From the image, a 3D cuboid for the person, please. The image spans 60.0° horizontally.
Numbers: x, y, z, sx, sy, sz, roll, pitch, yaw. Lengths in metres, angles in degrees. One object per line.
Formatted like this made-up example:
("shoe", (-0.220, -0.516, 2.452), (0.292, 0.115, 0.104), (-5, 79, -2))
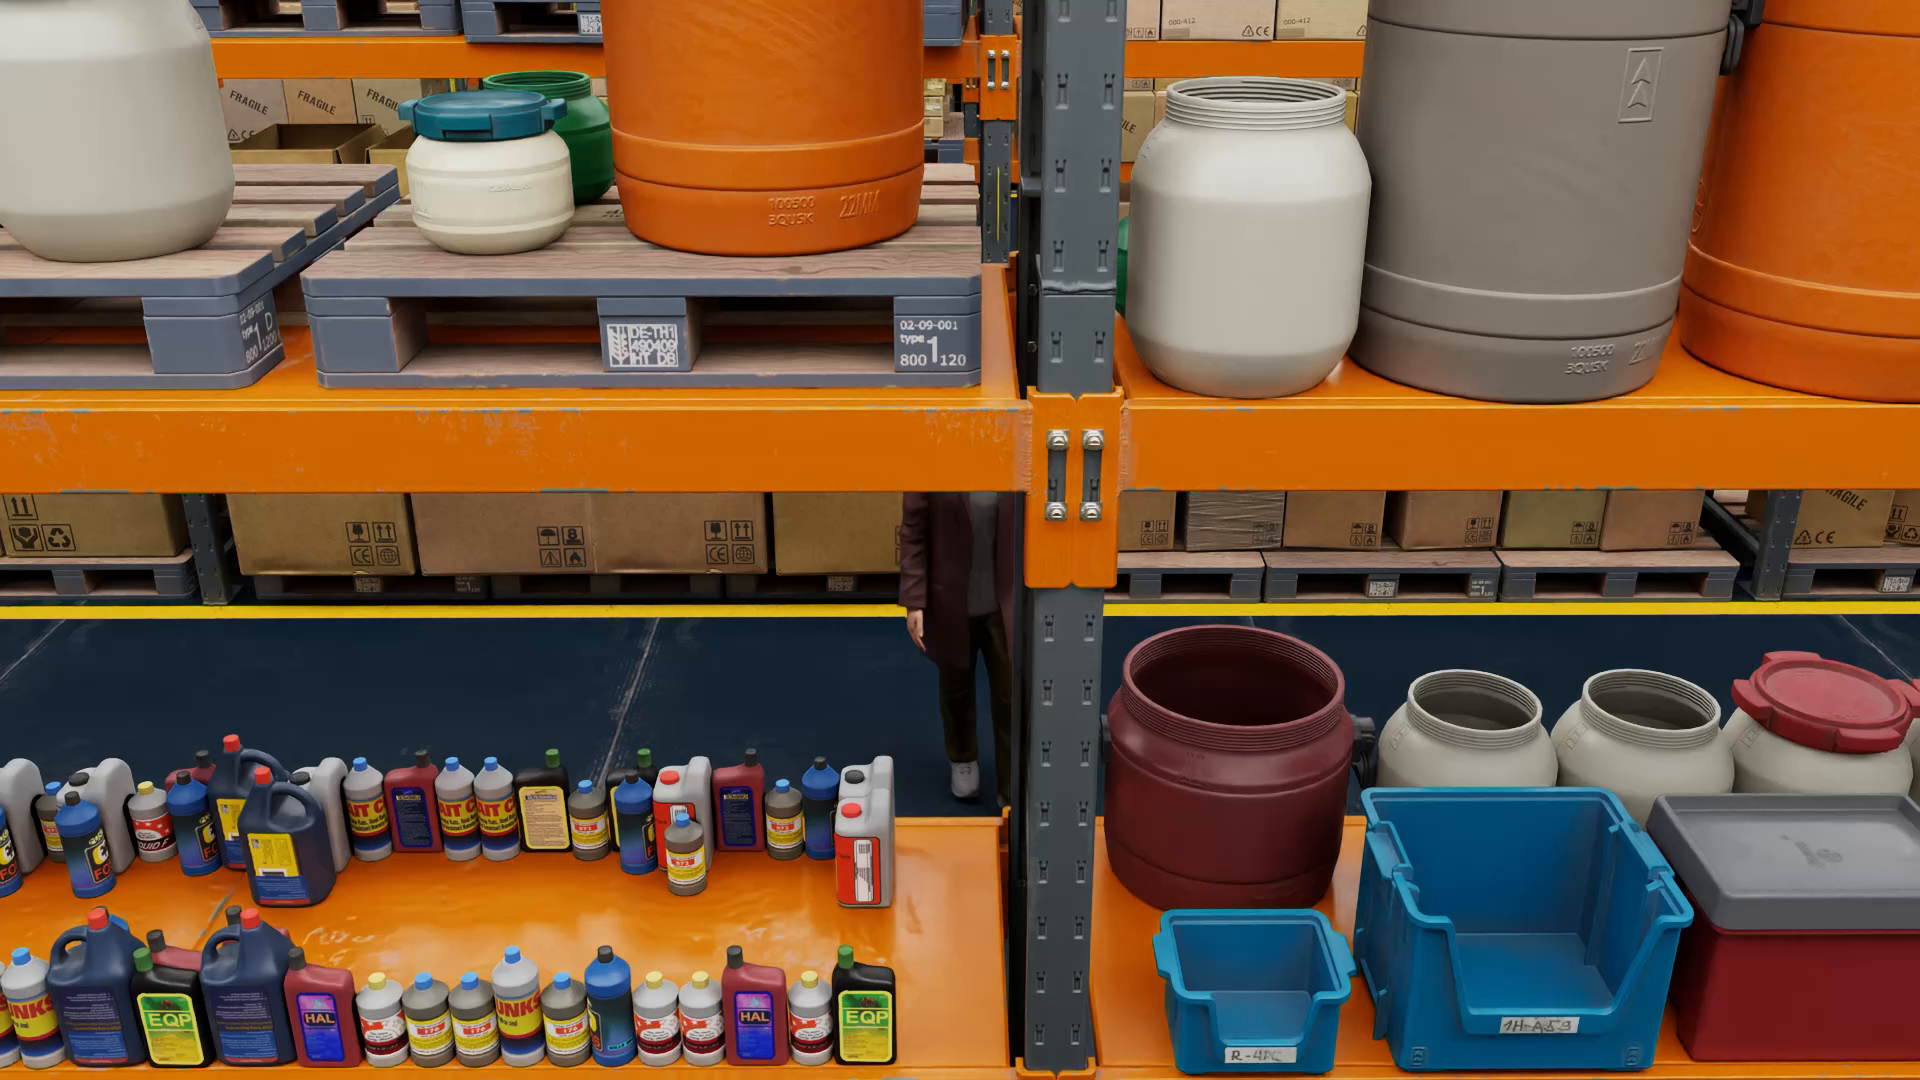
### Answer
("person", (0.067, 0.271, 6.471), (0.614, 1.773, 0.742), (-3, 24, -8))
